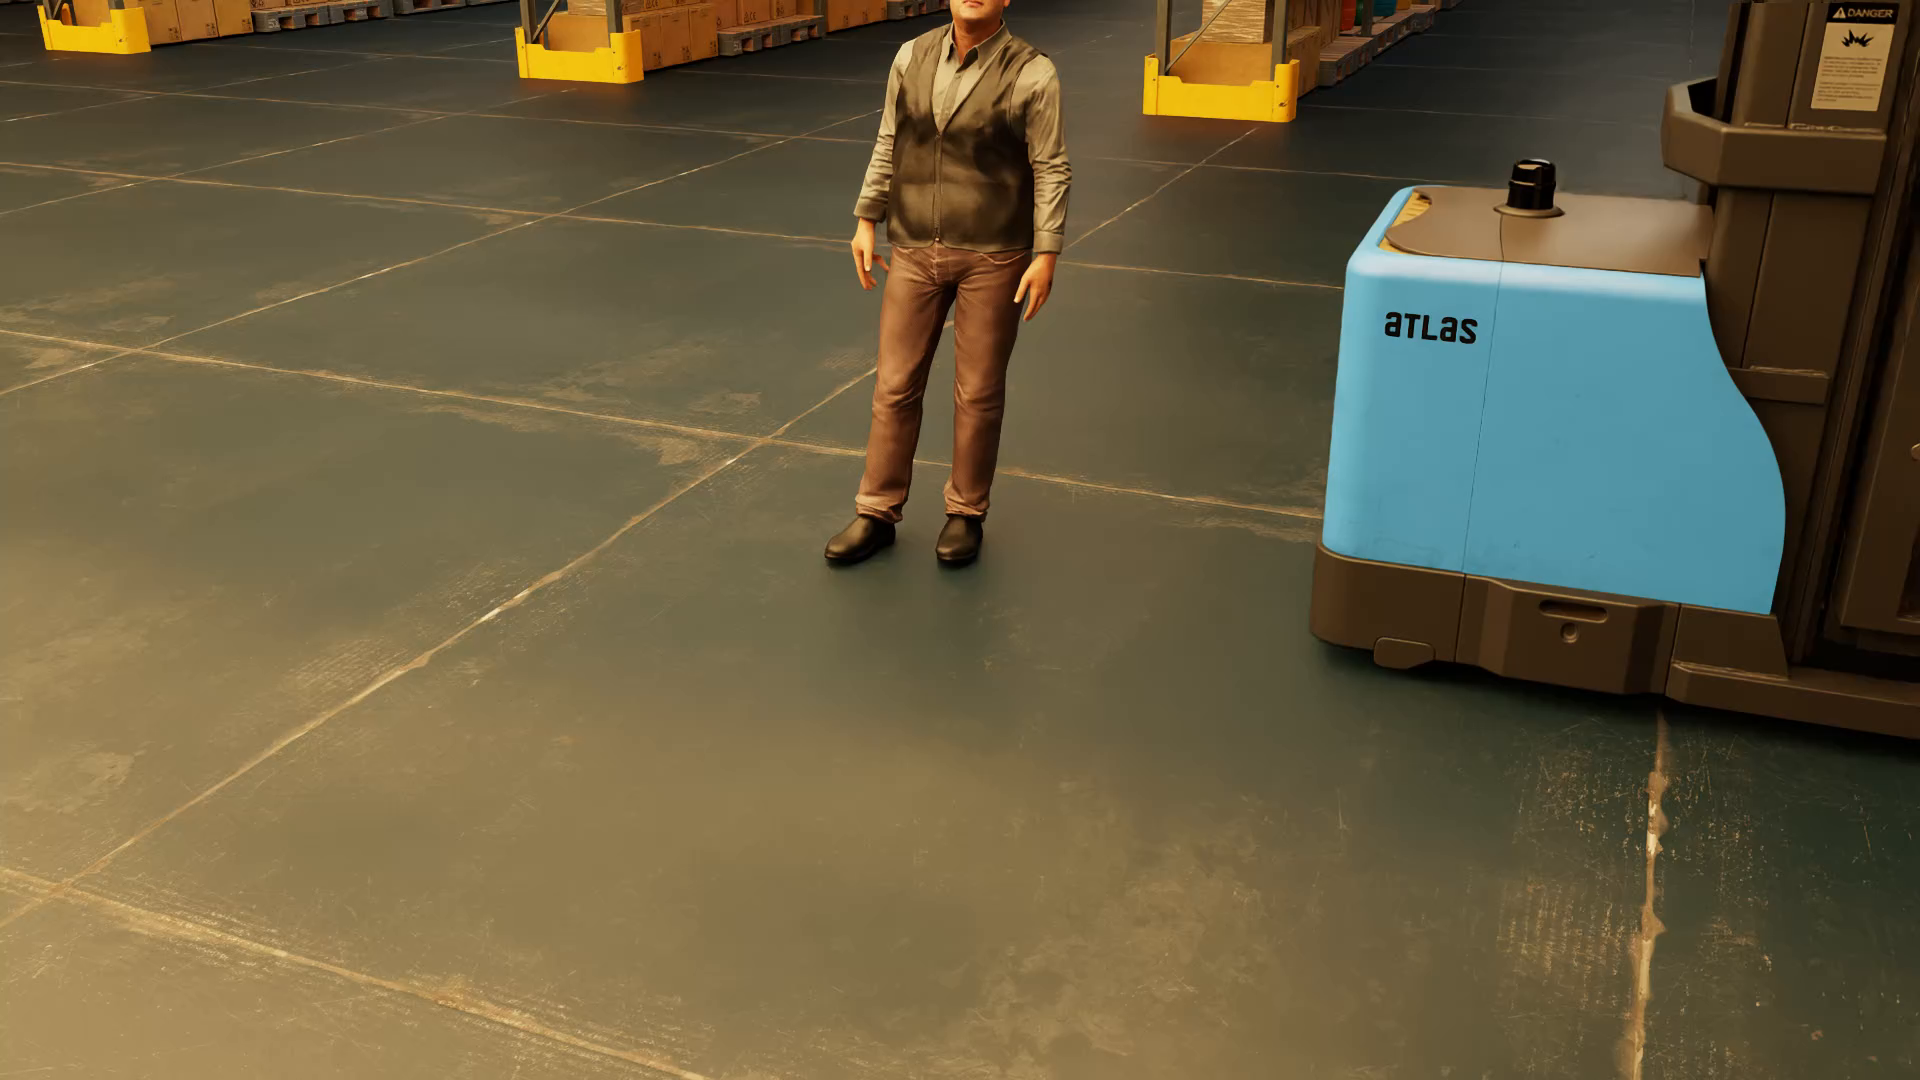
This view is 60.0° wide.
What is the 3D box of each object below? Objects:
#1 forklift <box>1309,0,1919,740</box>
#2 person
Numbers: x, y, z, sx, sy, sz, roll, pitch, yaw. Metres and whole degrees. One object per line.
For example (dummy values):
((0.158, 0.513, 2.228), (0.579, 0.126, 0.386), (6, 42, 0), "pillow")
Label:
((2.487, -1.012, 3.715), (3.031, 2.935, 1.130), (8, 24, 19), "forklift")
((-0.031, -0.780, 4.708), (0.633, 1.721, 0.568), (9, 24, 21), "person")
